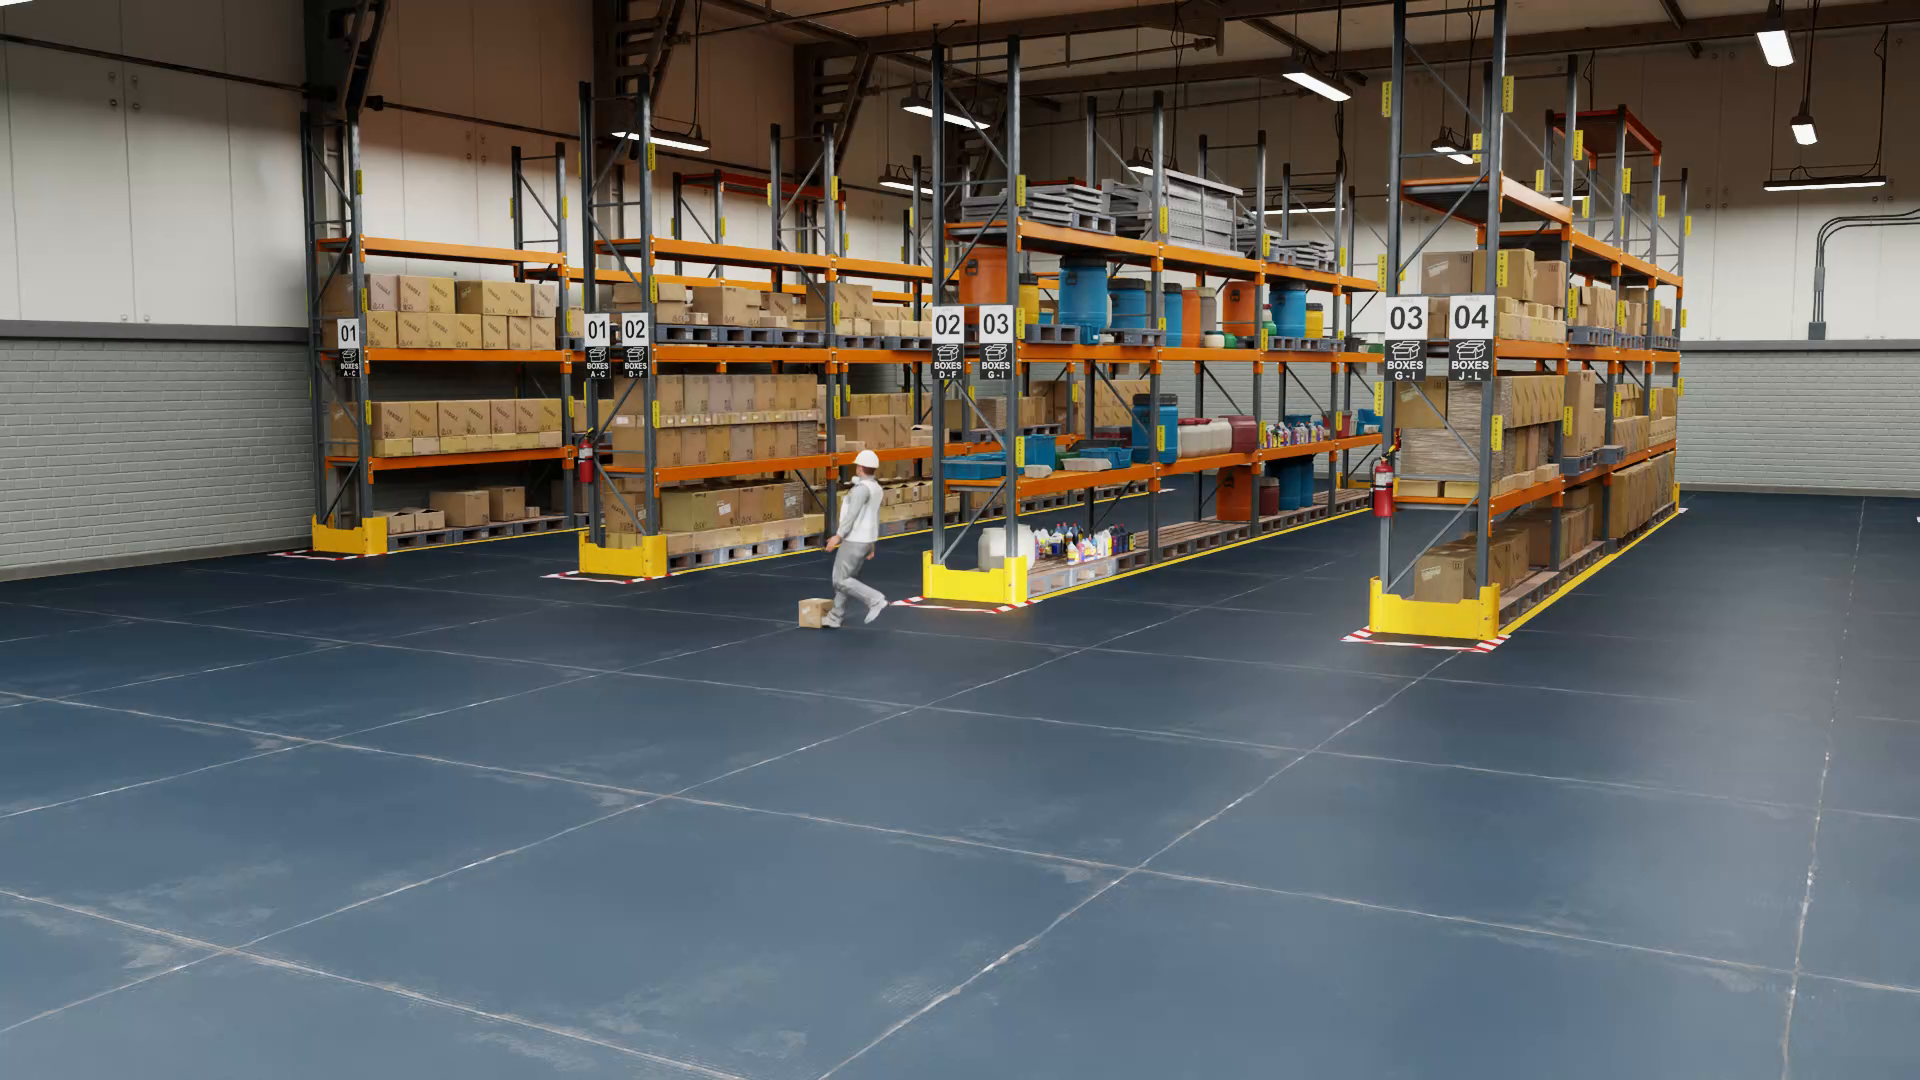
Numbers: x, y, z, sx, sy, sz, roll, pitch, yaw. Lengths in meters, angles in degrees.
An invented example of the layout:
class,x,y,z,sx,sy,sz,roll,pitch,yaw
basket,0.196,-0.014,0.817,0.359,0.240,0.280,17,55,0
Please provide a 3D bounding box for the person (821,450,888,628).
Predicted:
class,x,y,z,sx,sy,sz,roll,pitch,yaw
person,-1.071,-0.002,16.136,0.809,1.739,0.604,2,6,17
